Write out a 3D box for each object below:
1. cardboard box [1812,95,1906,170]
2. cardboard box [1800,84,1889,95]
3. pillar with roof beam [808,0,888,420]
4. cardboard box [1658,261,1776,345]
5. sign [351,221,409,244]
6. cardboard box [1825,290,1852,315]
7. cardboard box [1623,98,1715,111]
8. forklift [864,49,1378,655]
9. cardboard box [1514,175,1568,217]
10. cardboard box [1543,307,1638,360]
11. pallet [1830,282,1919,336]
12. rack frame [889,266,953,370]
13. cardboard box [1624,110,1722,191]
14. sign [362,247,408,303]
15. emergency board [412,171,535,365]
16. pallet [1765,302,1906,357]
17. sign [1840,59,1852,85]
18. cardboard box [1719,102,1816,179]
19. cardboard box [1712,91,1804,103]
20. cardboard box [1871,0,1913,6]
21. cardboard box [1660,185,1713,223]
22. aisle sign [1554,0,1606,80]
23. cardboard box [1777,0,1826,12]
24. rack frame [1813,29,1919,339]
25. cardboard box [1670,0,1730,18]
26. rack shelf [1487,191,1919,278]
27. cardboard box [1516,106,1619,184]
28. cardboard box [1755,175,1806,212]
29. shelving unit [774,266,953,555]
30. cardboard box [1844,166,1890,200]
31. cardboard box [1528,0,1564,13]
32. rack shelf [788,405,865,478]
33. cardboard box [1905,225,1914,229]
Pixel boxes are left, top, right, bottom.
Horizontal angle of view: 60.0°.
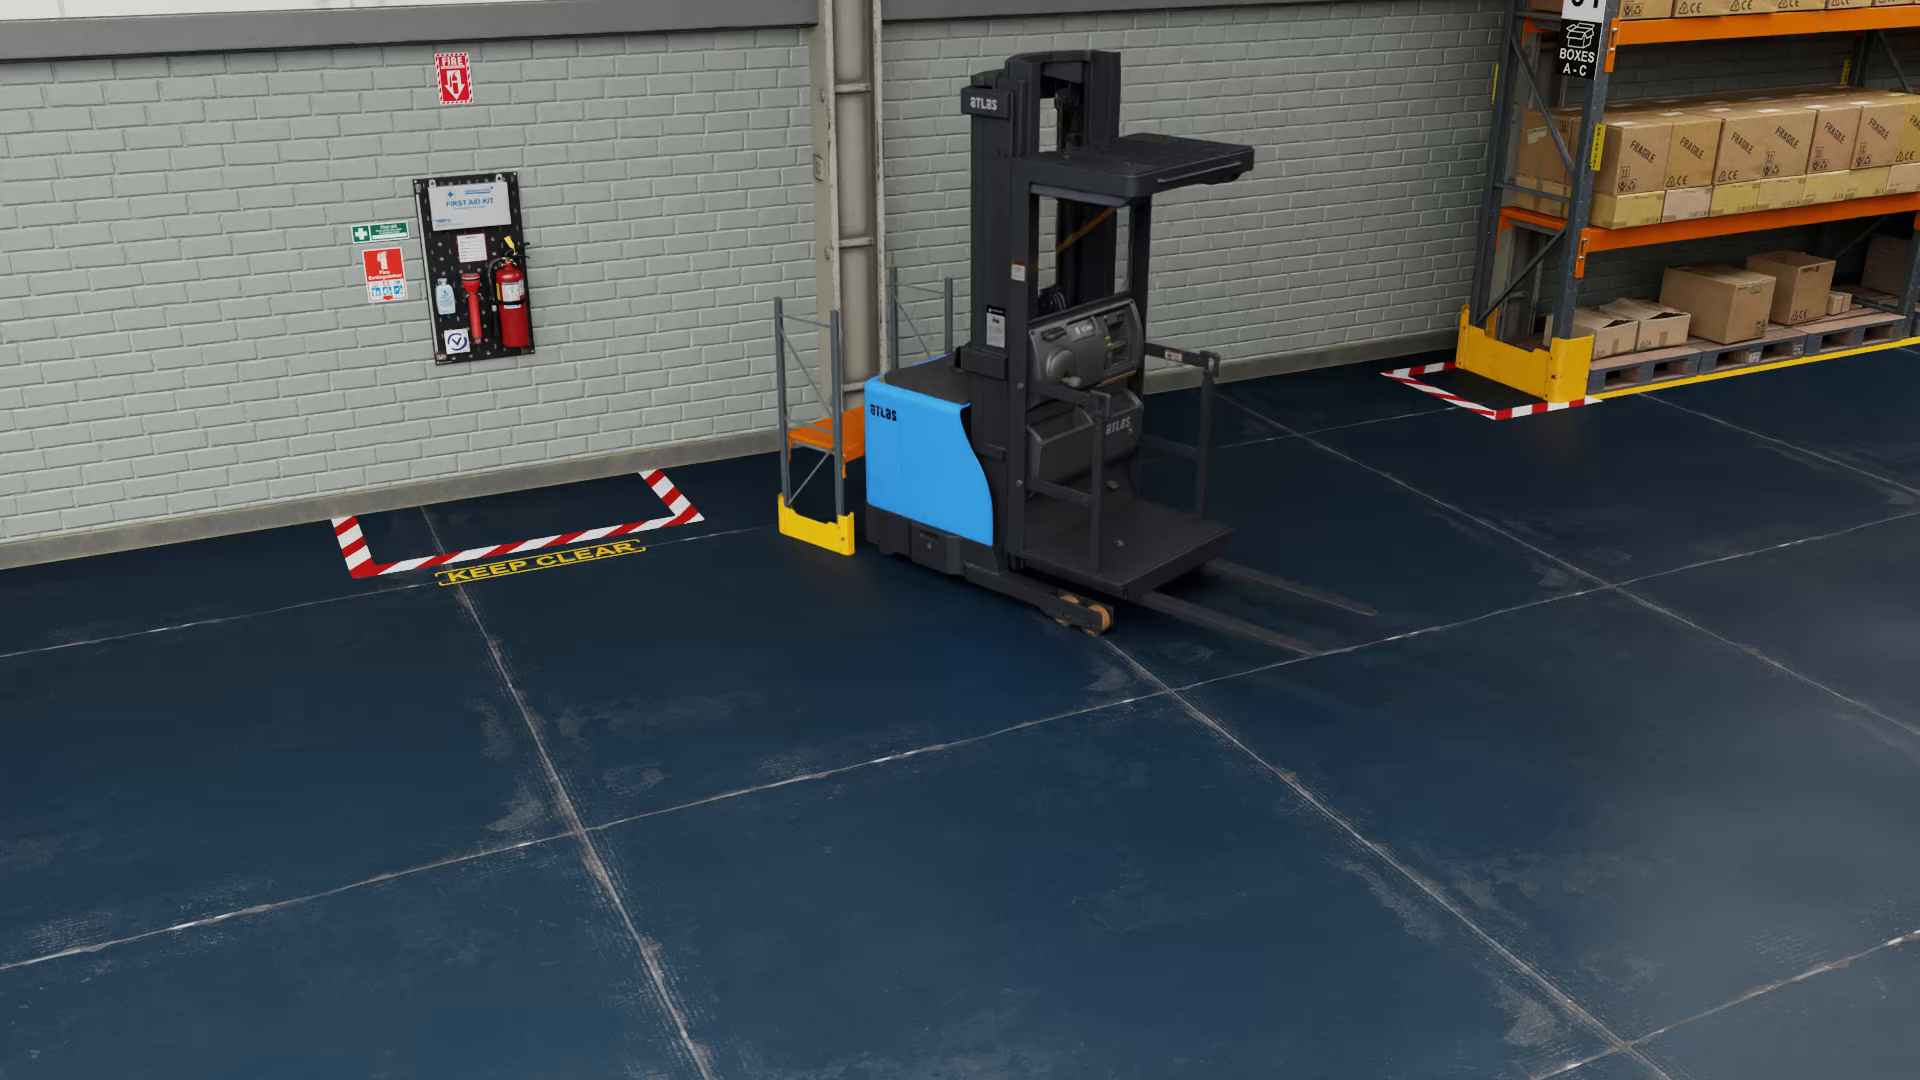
[{"bbox_3d":[7.268,-3.327,13.556,0.500,0.500,0.500,-11,25,-24],"label":"cardboard box"},{"bbox_3d":[7.493,-3.591,14.193,0.500,0.500,0.500,-11,25,-25],"label":"cardboard box"},{"bbox_3d":[1.120,-3.354,6.588,0.400,9.000,9.100,-10,25,-24],"label":"pillar with roof beam"},{"bbox_3d":[6.262,-1.978,13.800,0.500,0.500,0.700,-12,25,-27],"label":"cardboard box"},{"bbox_3d":[-3.526,-1.872,10.111,0.331,0.109,0.001,-10,25,-24],"label":"sign"},{"bbox_3d":[7.538,-2.106,14.544,0.250,0.166,0.380,-14,26,-30],"label":"cardboard box"},{"bbox_3d":[5.658,-3.252,13.375,0.500,0.500,0.500,-11,25,-25],"label":"cardboard box"},{"bbox_3d":[0.854,-1.061,8.981,3.031,2.935,1.130,19,29,38],"label":"forklift"},{"bbox_3d":[4.740,-2.731,13.097,0.500,0.250,0.500,-10,25,-23],"label":"cardboard box"},{"bbox_3d":[5.066,-1.692,13.356,0.500,0.311,0.500,-14,26,-30],"label":"cardboard box"},{"bbox_3d":[8.708,-2.152,15.173,1.213,0.211,1.003,-10,25,-24],"label":"pallet"},{"bbox_3d":[-0.245,-0.976,10.647,0.500,1.500,0.032,18,28,36],"label":"rack frame"},{"bbox_3d":[5.413,-2.988,12.735,0.500,0.500,0.500,-10,25,-23],"label":"cardboard box"},{"bbox_3d":[-3.534,-1.630,10.218,0.234,0.329,0.001,-10,25,-24],"label":"sign"},{"bbox_3d":[-2.991,-1.669,10.361,0.643,1.169,0.194,-10,25,-24],"label":"emergency board"},{"bbox_3d":[7.418,-1.899,14.561,1.213,0.211,1.003,-10,25,-24],"label":"pallet"},{"bbox_3d":[7.764,-4.036,14.565,0.005,0.325,0.100,-10,25,-24],"label":"sign"},{"bbox_3d":[6.342,-3.161,13.154,0.500,0.500,0.500,-10,24,-22],"label":"cardboard box"},{"bbox_3d":[6.574,-3.426,13.794,0.500,0.500,0.500,-10,24,-22],"label":"cardboard box"},{"bbox_3d":[7.198,-4.504,13.129,0.500,0.500,0.500,-13,26,-28],"label":"cardboard box"},{"bbox_3d":[5.442,-2.650,12.899,0.500,0.250,0.500,-11,25,-25],"label":"cardboard box"},{"bbox_3d":[4.469,-3.733,11.947,0.004,0.787,0.394,-10,25,-24],"label":"aisle sign"},{"bbox_3d":[6.252,-4.318,12.682,0.500,0.500,0.500,-9,24,-20],"label":"cardboard box"},{"bbox_3d":[8.008,-3.311,14.326,0.127,3.000,1.000,-10,25,-24],"label":"rack frame"},{"bbox_3d":[5.312,-4.135,12.238,0.500,0.500,0.500,-9,24,-20],"label":"cardboard box"},{"bbox_3d":[6.205,-2.647,13.662,4.000,0.370,1.077,-10,25,-24],"label":"rack shelf"},{"bbox_3d":[4.736,-3.085,12.970,0.500,0.500,0.500,-11,25,-24],"label":"cardboard box"},{"bbox_3d":[6.360,-2.815,13.299,0.500,0.250,0.500,-10,25,-23],"label":"cardboard box"},{"bbox_3d":[-0.564,-0.829,10.292,0.587,1.500,1.083,18,28,36],"label":"shelving unit"},{"bbox_3d":[7.260,-2.988,13.716,0.500,0.250,0.500,-10,25,-23],"label":"cardboard box"},{"bbox_3d":[4.669,-4.245,12.505,0.500,0.500,0.500,-9,24,-20],"label":"cardboard box"},{"bbox_3d":[-0.570,-0.660,10.354,0.538,0.185,1.000,18,28,36],"label":"rack shelf"},{"bbox_3d":[9.107,-2.590,15.278,0.500,0.500,0.700,-11,25,-25],"label":"cardboard box"}]
